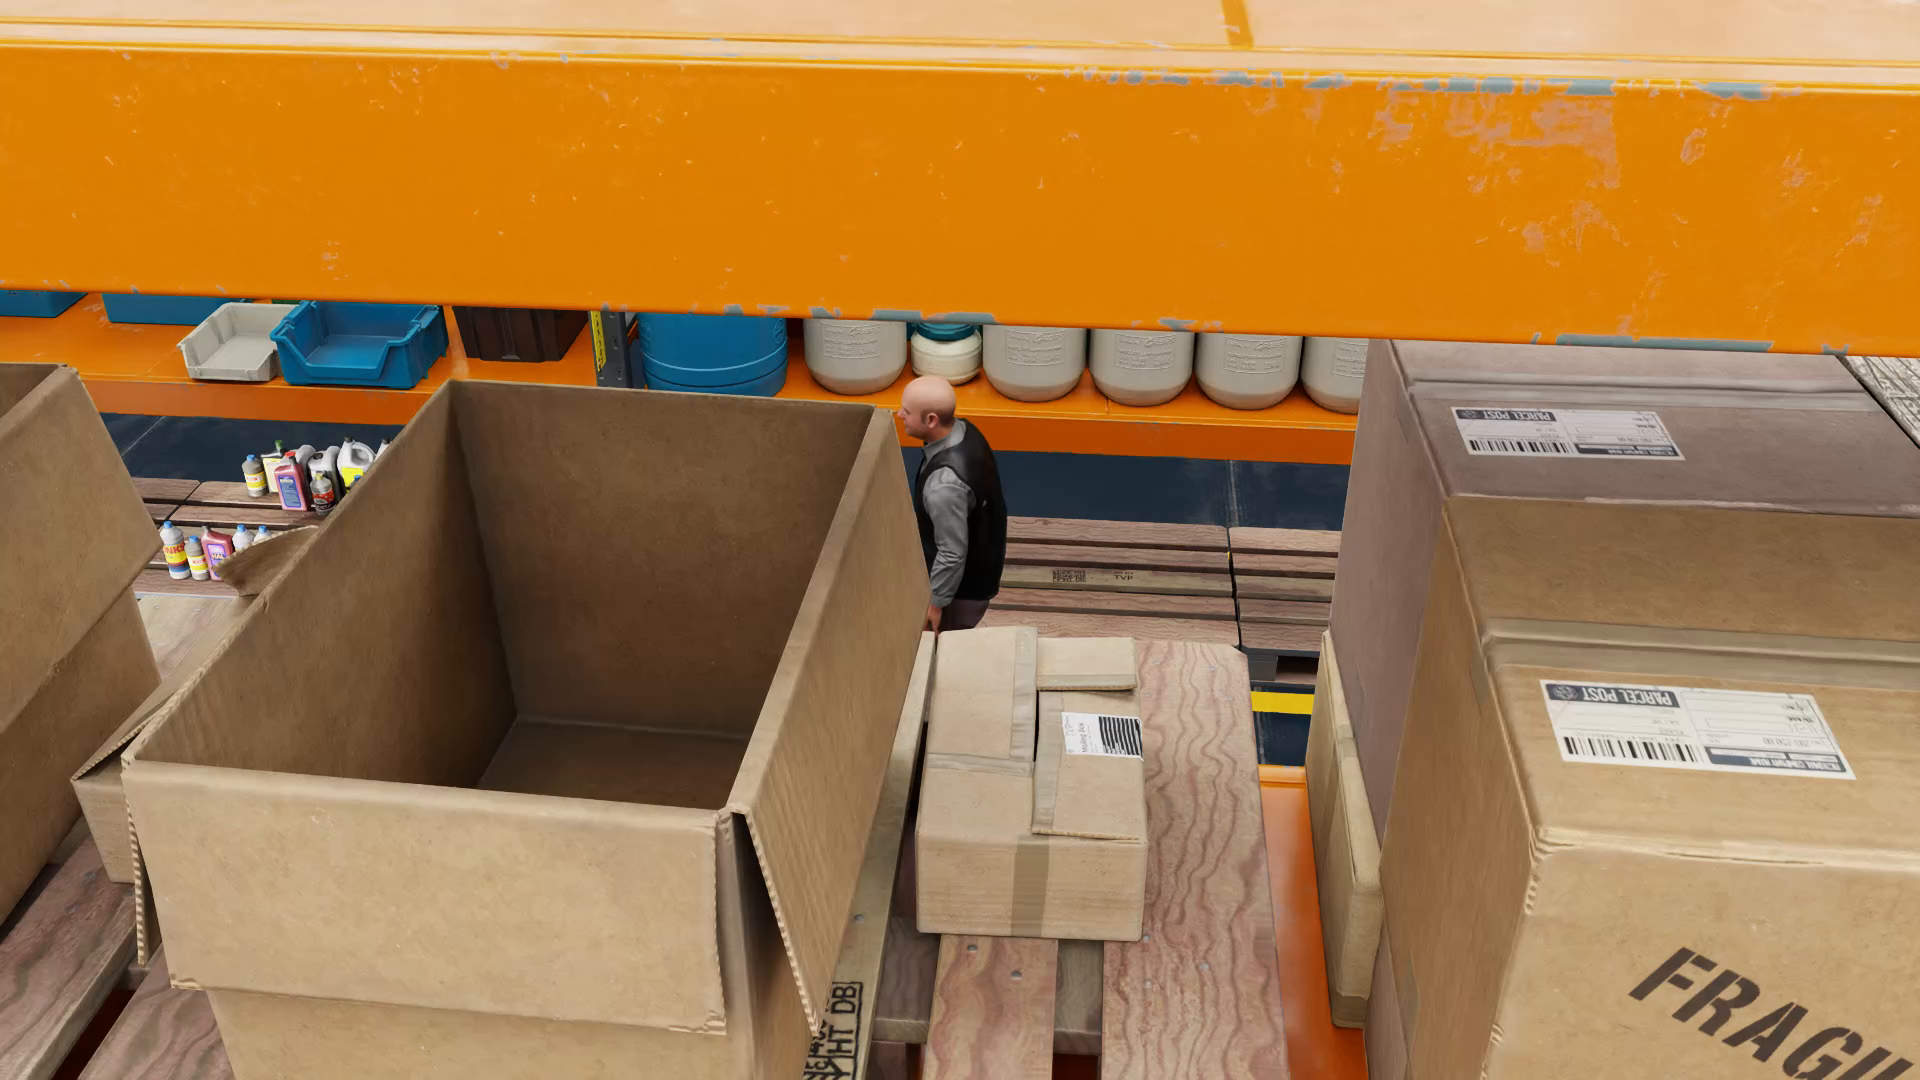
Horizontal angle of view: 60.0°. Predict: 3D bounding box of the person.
[{"bbox_3d":[-0.028,0.143,6.427,0.416,1.721,0.580,3,32,4],"label":"person"}]
